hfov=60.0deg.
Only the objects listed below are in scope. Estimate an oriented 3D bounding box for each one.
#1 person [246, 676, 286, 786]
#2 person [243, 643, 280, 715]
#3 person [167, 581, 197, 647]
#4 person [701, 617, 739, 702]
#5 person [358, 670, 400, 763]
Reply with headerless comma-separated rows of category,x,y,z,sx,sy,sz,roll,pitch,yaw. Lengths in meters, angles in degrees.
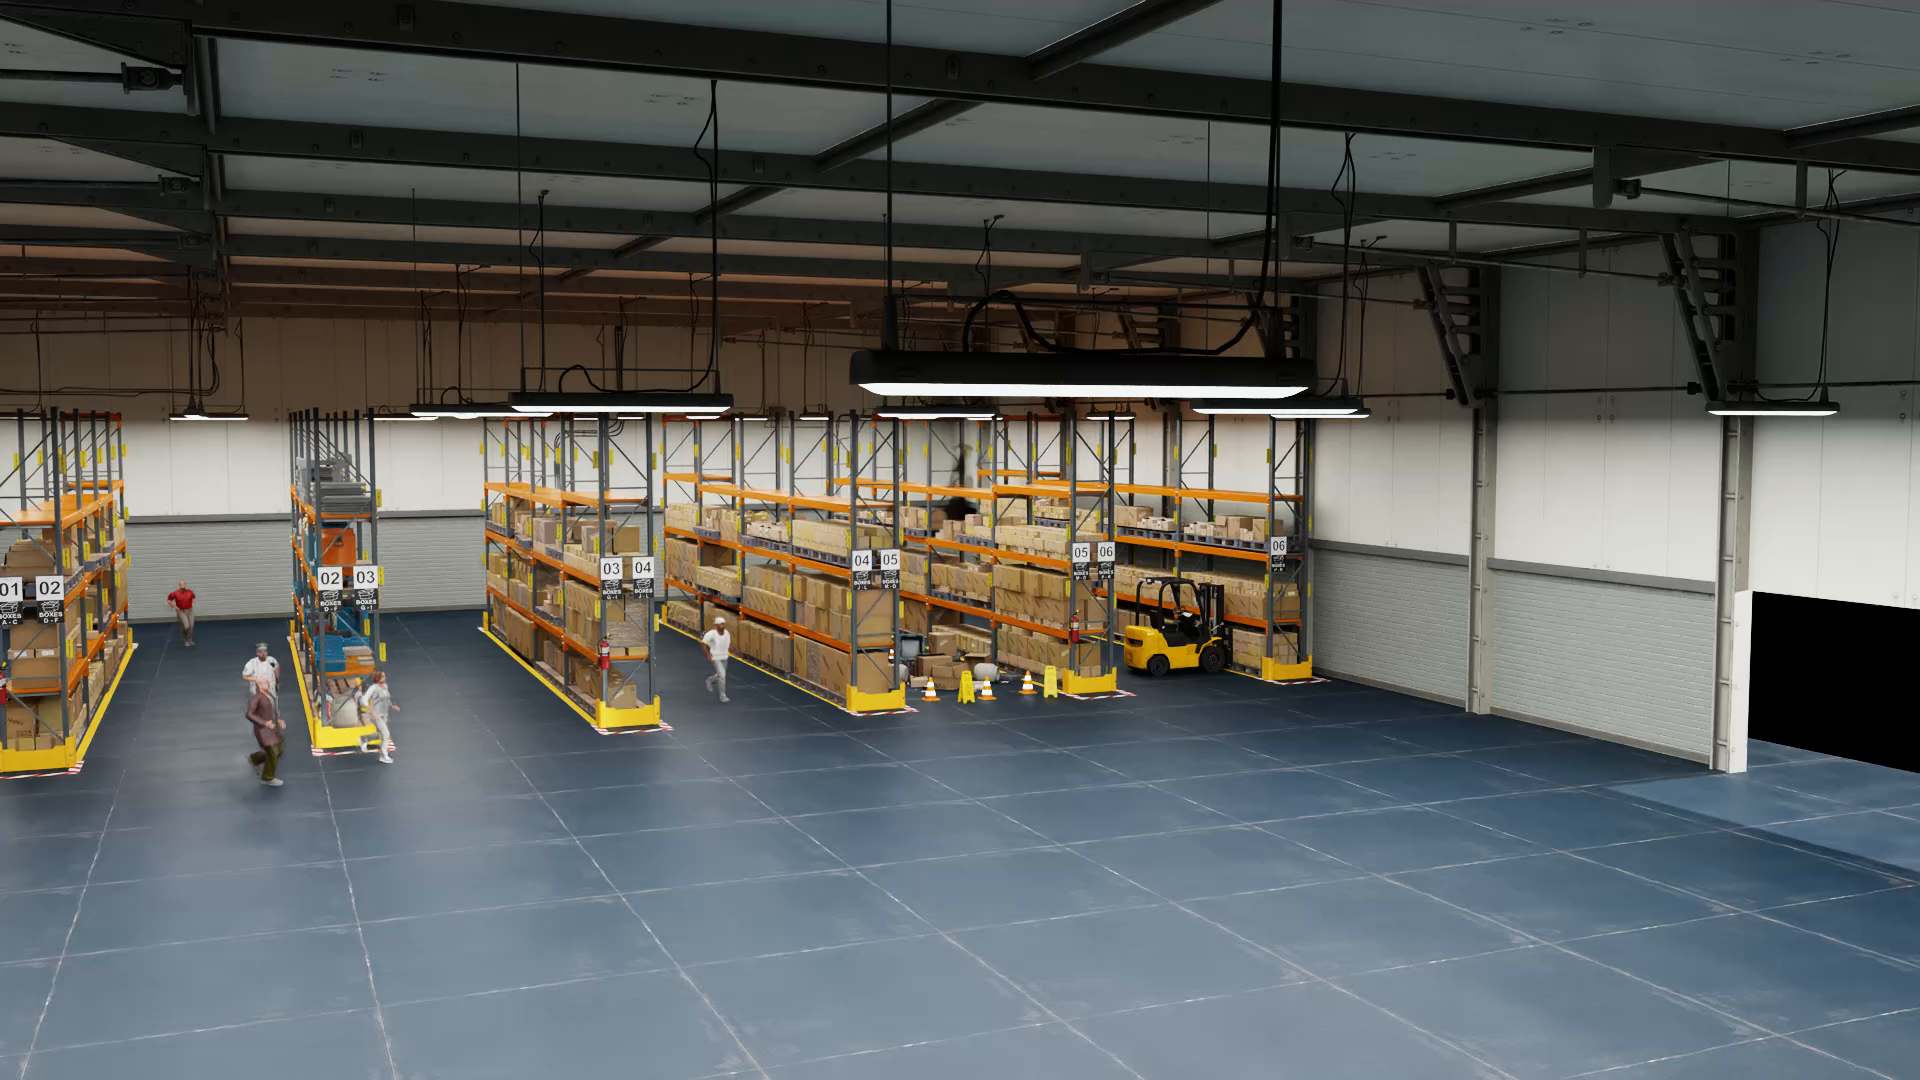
person,-11.045,3.021,26.329,0.643,1.738,0.712,0,4,5
person,-12.509,2.747,29.812,0.644,1.830,0.827,-2,5,-27
person,-19.828,1.915,42.529,0.703,1.756,0.660,3,5,39
person,-5.048,2.451,34.425,0.856,1.738,0.684,4,5,41
person,-9.922,2.979,28.154,0.743,1.570,0.526,1,4,16
